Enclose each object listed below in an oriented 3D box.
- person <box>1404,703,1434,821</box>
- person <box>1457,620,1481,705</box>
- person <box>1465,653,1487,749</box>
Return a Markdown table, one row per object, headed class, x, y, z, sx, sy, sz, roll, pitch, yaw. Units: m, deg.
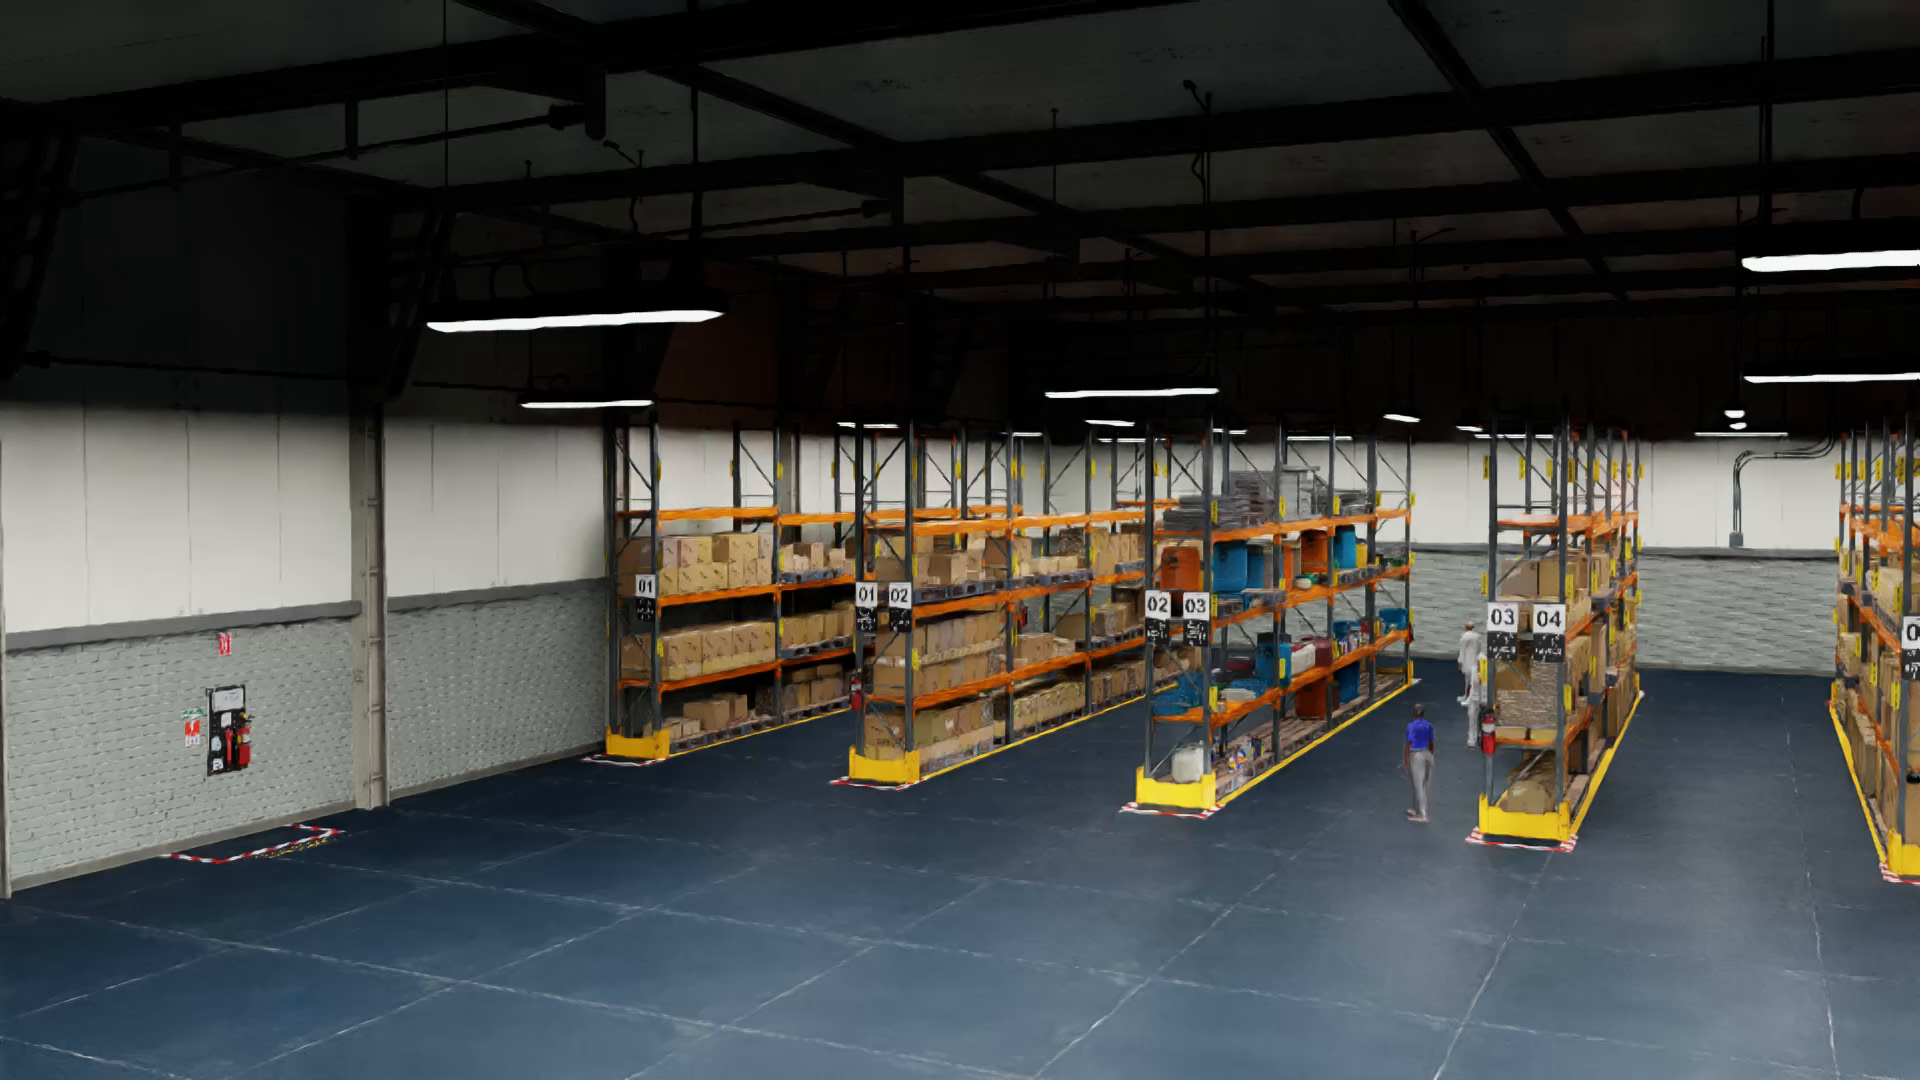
| class | x | y | z | sx | sy | sz | roll | pitch | yaw |
| --- | --- | --- | --- | --- | --- | --- | --- | --- | --- |
| person | 6.561 | 3.157 | 23.837 | 0.574 | 1.653 | 0.551 | -2 | 3 | -33 |
| person | 10.854 | 2.601 | 35.528 | 0.691 | 1.773 | 0.647 | -2 | 3 | -43 |
| person | 9.396 | 2.875 | 29.930 | 0.561 | 1.707 | 1.127 | 1 | 3 | 23 |
